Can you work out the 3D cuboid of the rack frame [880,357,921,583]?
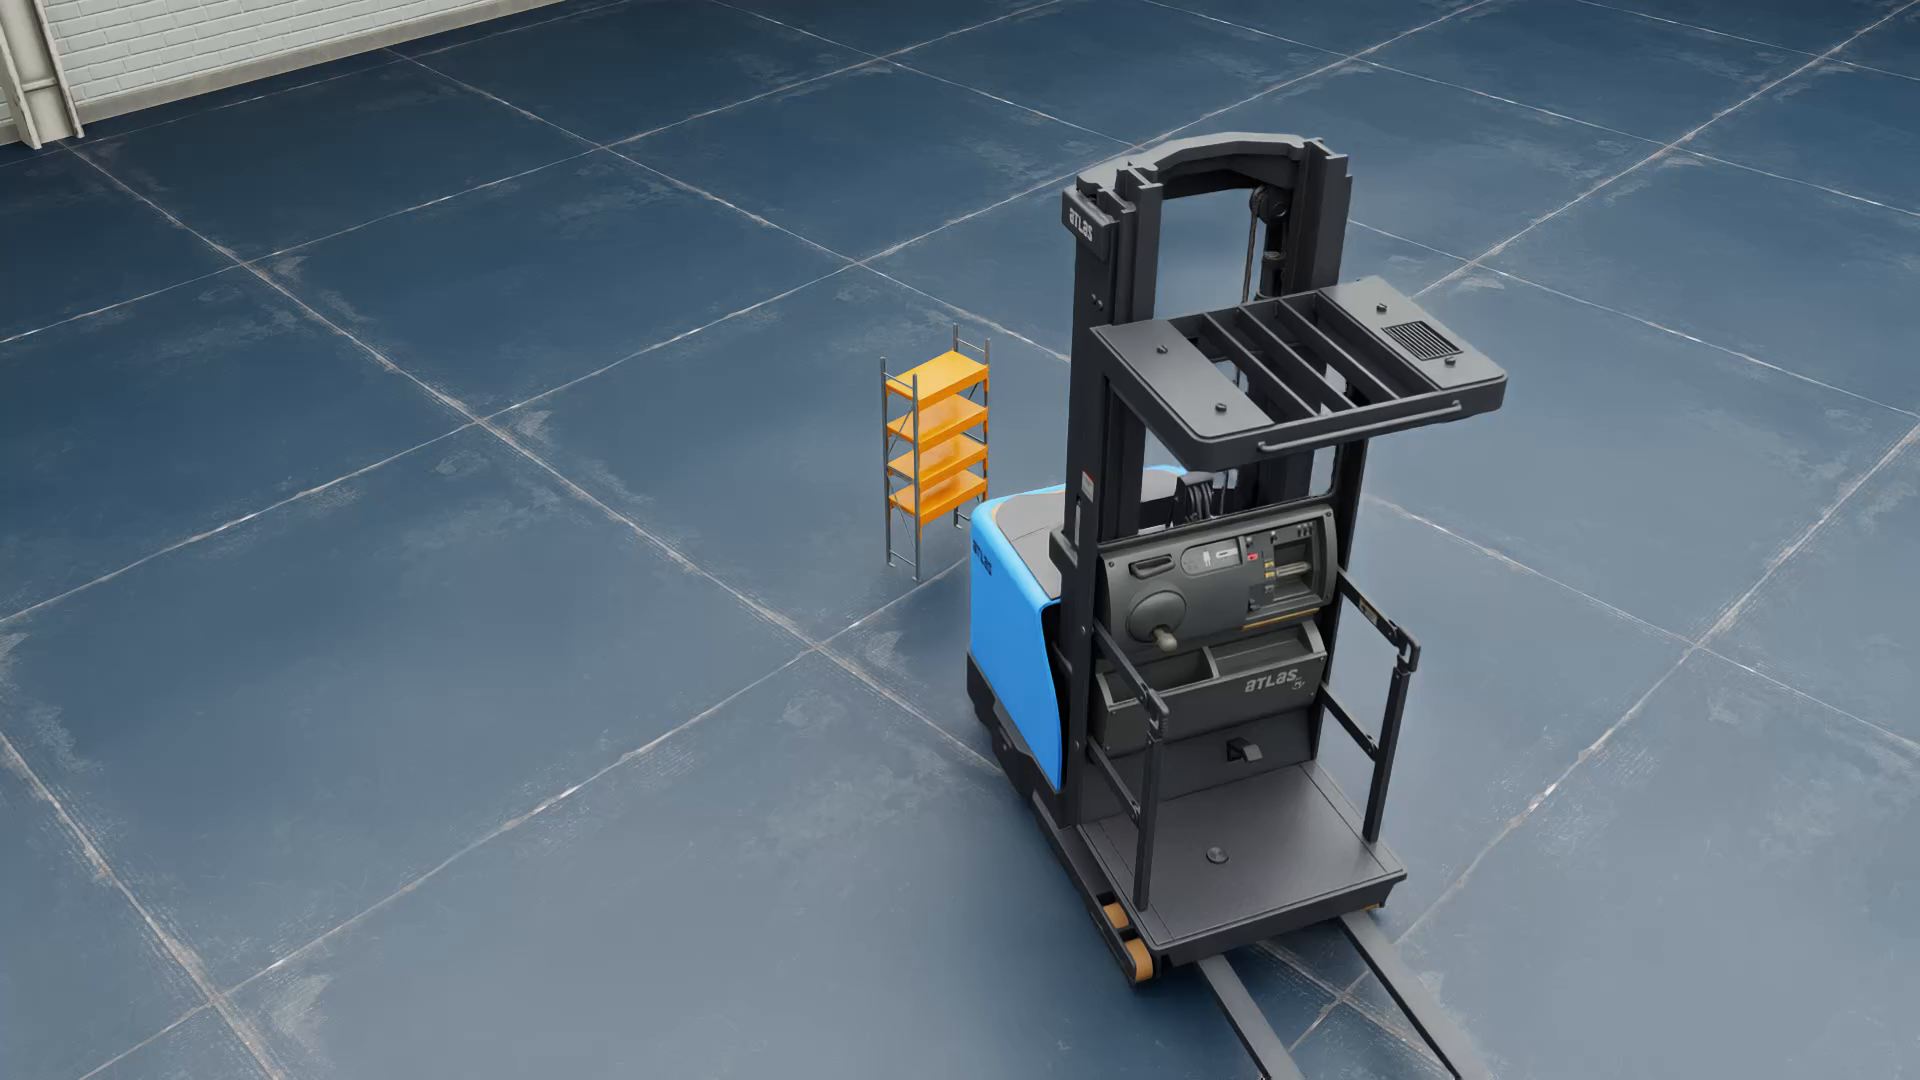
[{"bbox_3d":[-0.289,-0.326,8.159,0.240,1.200,0.015,30,45,35],"label":"rack frame"}]

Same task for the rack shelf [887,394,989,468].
[{"bbox_3d":[-0.117,-0.553,8.212,0.258,0.148,0.480,30,45,35],"label":"rack shelf"}]

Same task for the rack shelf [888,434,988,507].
[{"bbox_3d":[-0.117,-0.370,8.340,0.258,0.148,0.480,30,45,35],"label":"rack shelf"}]

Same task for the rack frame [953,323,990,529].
[{"bbox_3d":[0.055,-0.524,8.443,0.240,1.200,0.015,30,45,35],"label":"rack frame"}]

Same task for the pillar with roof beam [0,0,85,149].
[{"bbox_3d":[-4.249,-5.193,8.321,9.100,9.000,0.400,30,45,35],"label":"pillar with roof beam"}]

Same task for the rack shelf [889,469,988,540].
[{"bbox_3d":[-0.117,-0.207,8.453,0.258,0.148,0.480,30,45,35],"label":"rack shelf"}]

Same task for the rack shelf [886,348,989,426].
[{"bbox_3d":[-0.117,-0.747,8.076,0.258,0.148,0.480,30,45,35],"label":"rack shelf"}]

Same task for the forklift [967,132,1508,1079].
[{"bbox_3d":[1.032,0.208,5.881,1.130,2.935,3.031,-12,37,-17],"label":"forklift"}]

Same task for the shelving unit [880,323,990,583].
[{"bbox_3d":[-0.117,-0.425,8.301,0.258,1.200,0.503,30,45,35],"label":"shelving unit"}]
